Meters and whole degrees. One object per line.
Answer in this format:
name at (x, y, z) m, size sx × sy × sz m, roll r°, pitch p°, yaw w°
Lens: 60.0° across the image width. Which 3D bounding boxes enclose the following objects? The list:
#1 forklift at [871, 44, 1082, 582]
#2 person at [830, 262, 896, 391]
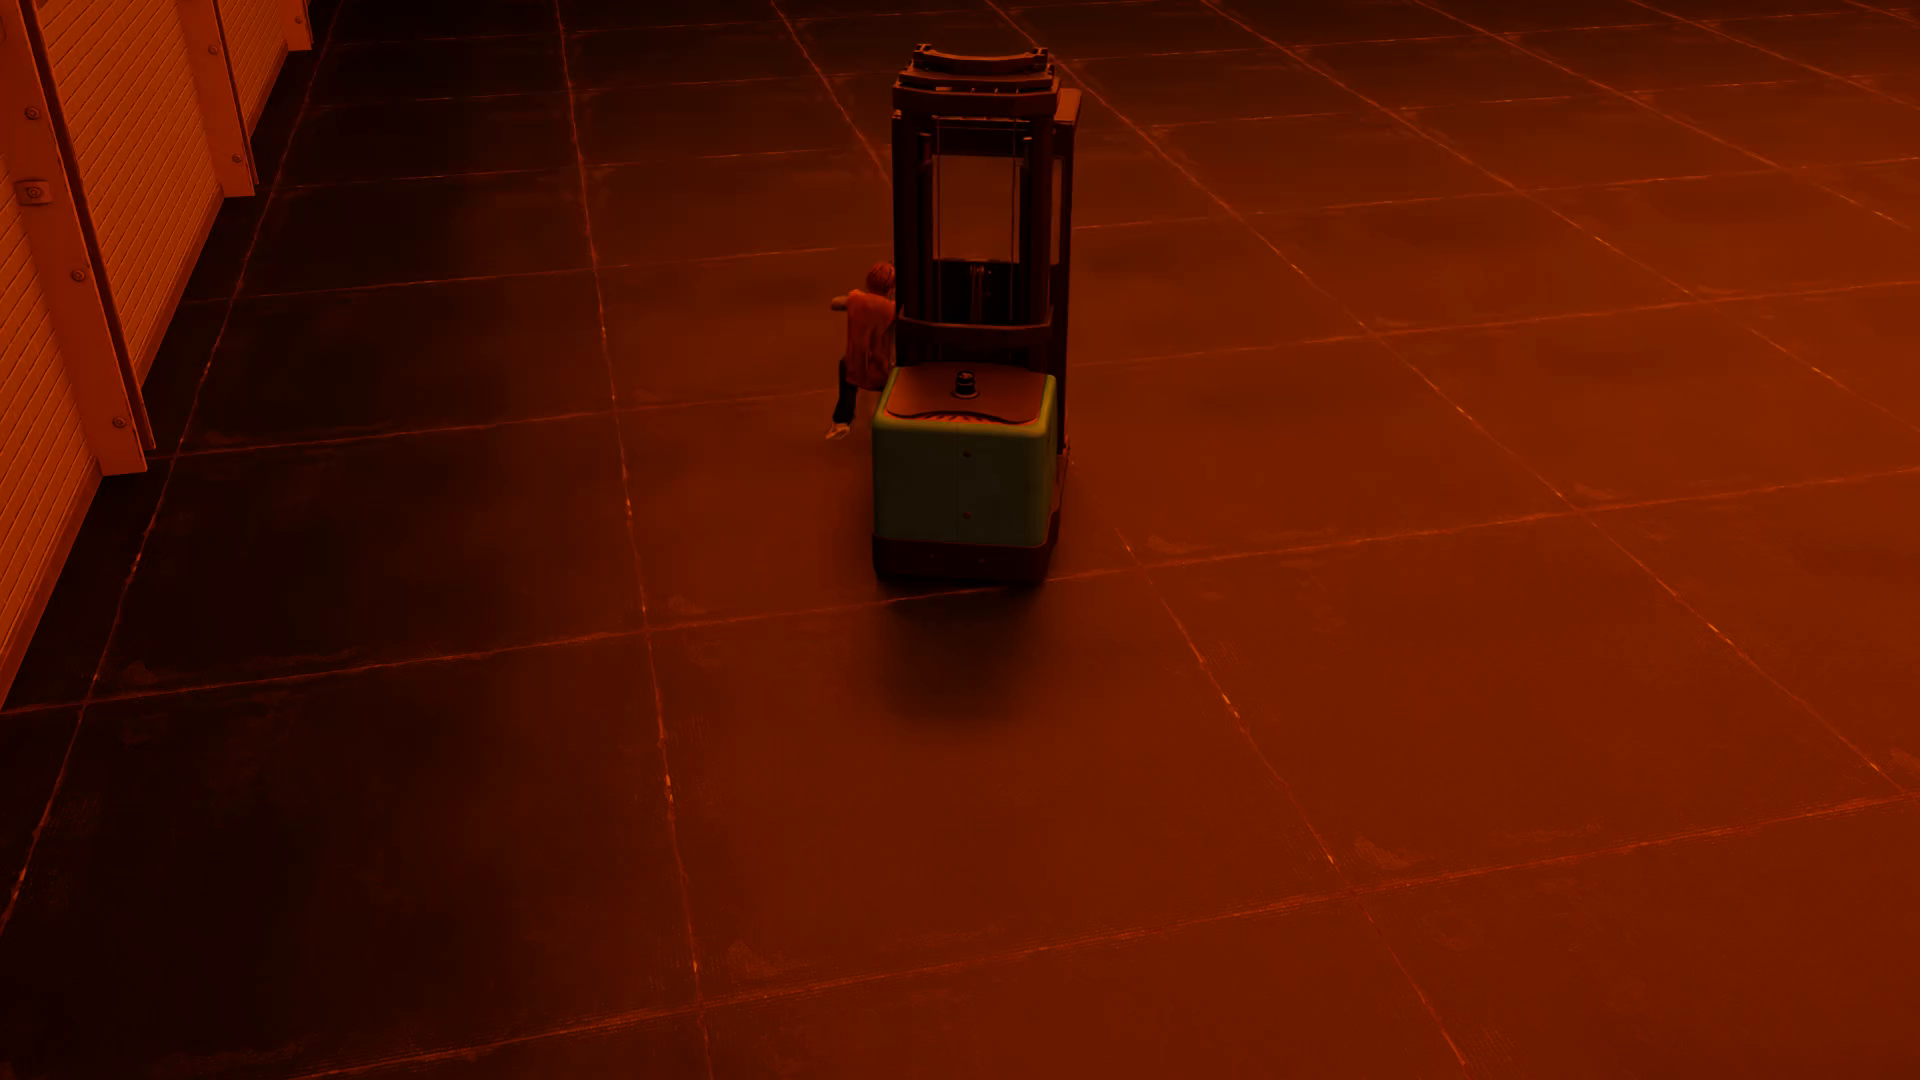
forklift at (0.168, -1.732, 10.566) m, size 1.130 × 2.935 × 3.031 m, roll 4°, pitch 30°, yaw 6°
person at (-0.543, -1.492, 11.131) m, size 0.744 × 0.802 × 0.625 m, roll 17°, pitch 34°, yaw 26°
